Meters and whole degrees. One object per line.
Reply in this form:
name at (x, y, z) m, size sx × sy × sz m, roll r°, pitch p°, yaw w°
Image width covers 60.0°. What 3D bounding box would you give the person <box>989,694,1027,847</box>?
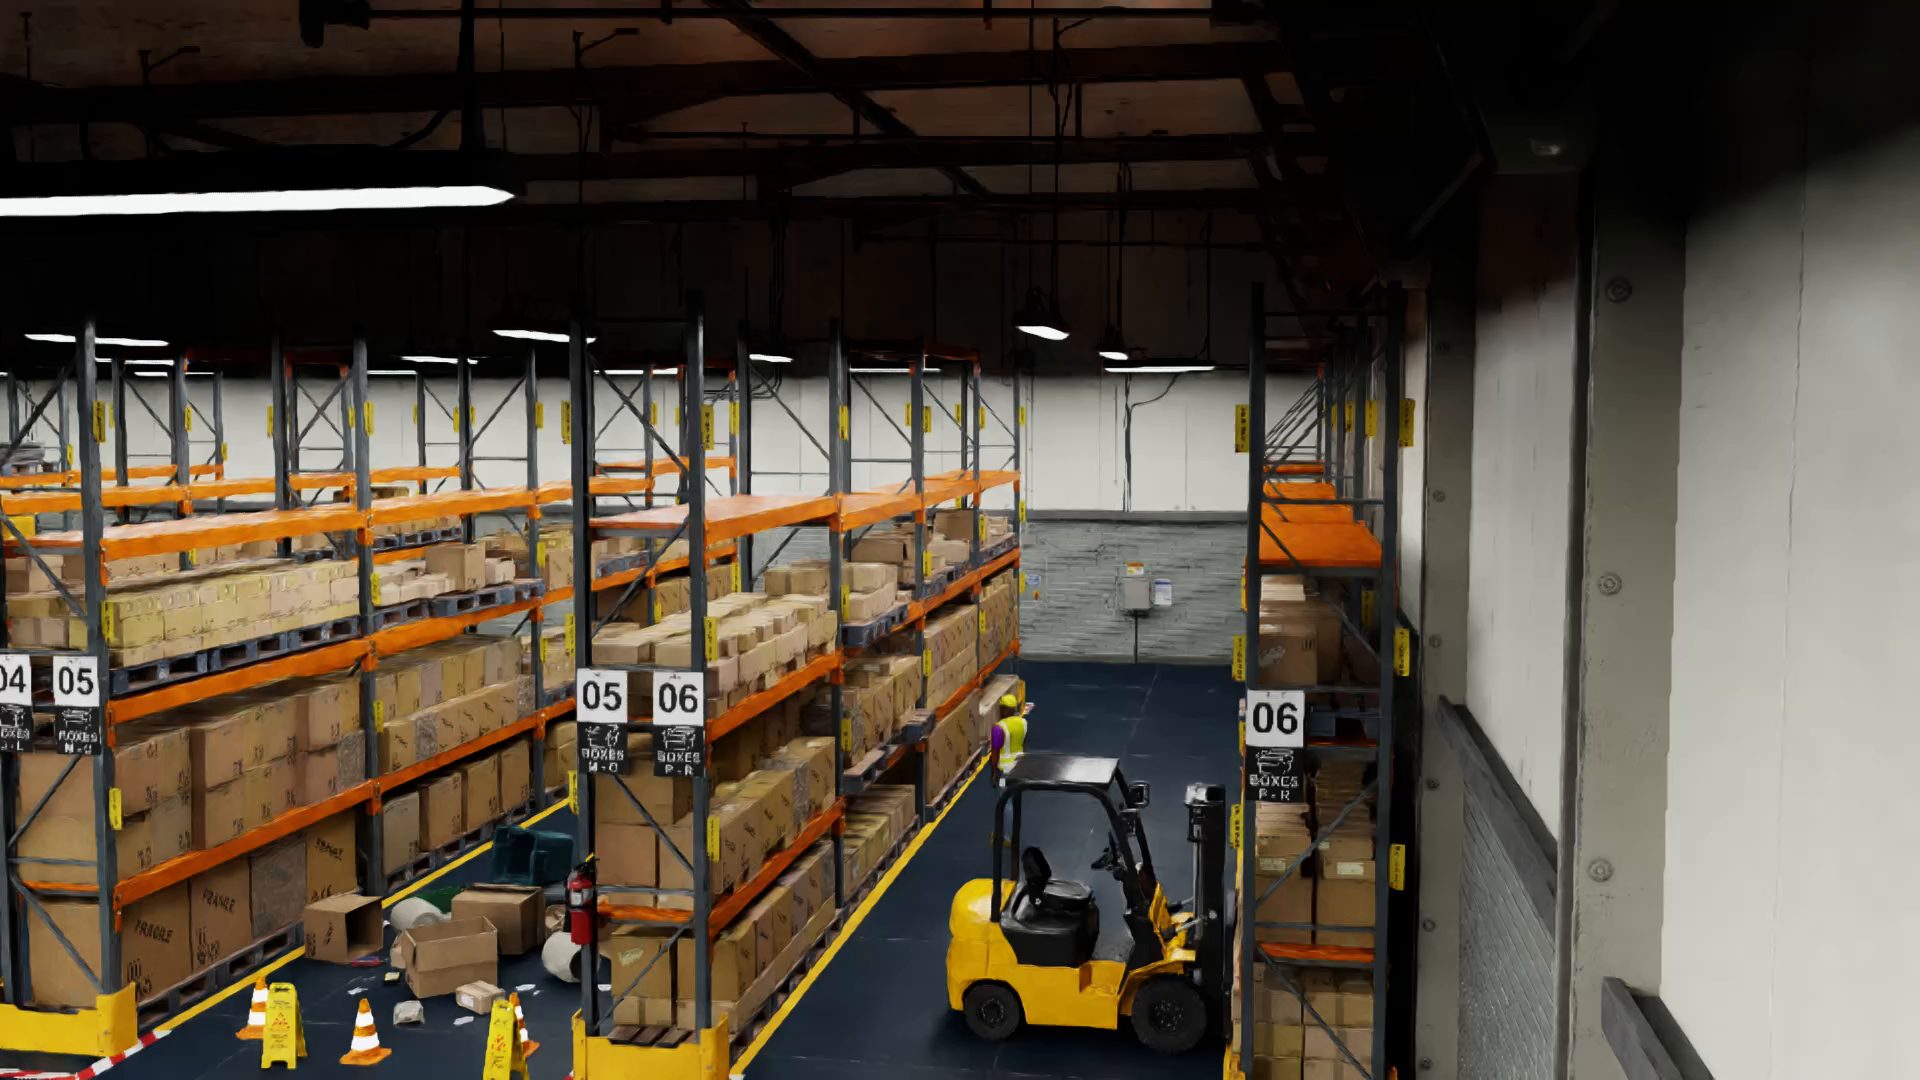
person at (0.521, 2.691, 19.630) m, size 0.497 × 1.765 × 0.625 m, roll 4°, pitch 6°, yaw 41°
